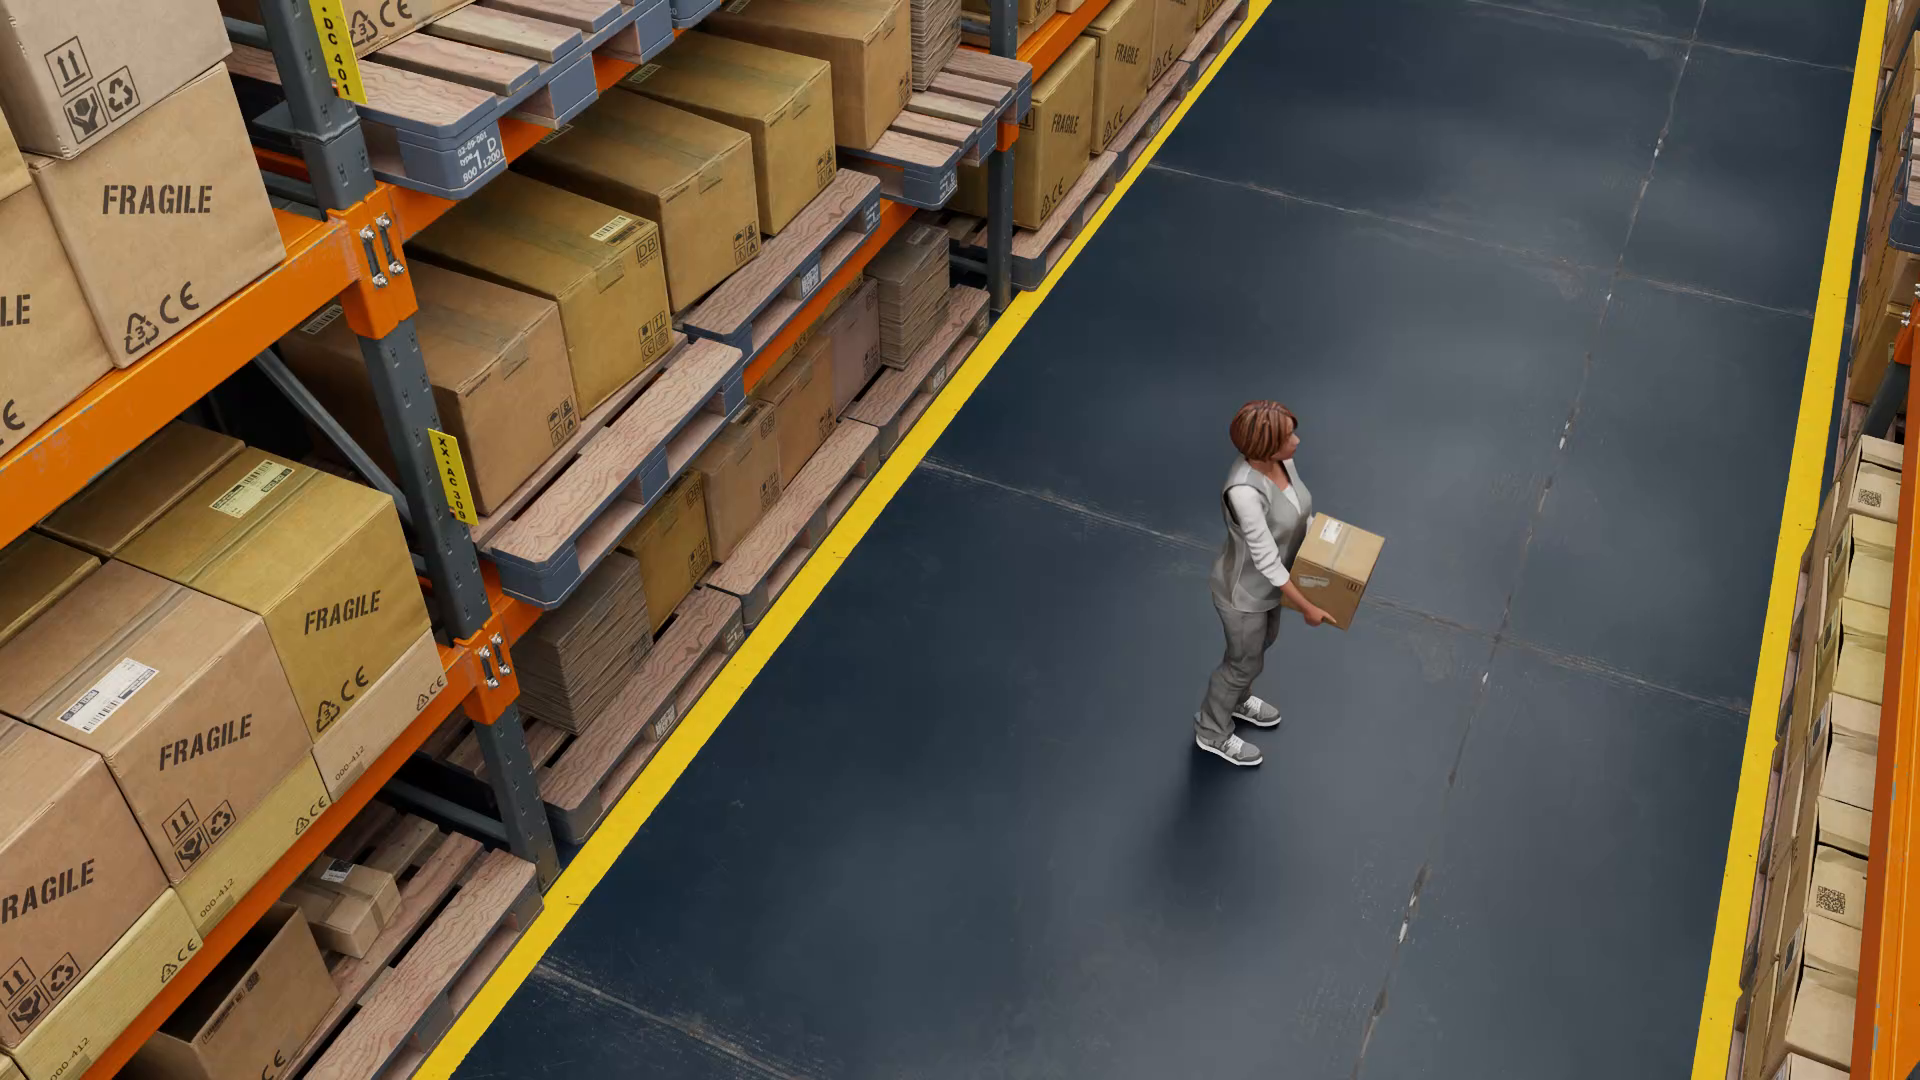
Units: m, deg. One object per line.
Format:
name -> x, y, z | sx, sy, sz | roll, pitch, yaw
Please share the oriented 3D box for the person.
person -> 1.136, 0.182, 5.974 | 0.500, 1.589, 0.405 | 18, 46, 19
